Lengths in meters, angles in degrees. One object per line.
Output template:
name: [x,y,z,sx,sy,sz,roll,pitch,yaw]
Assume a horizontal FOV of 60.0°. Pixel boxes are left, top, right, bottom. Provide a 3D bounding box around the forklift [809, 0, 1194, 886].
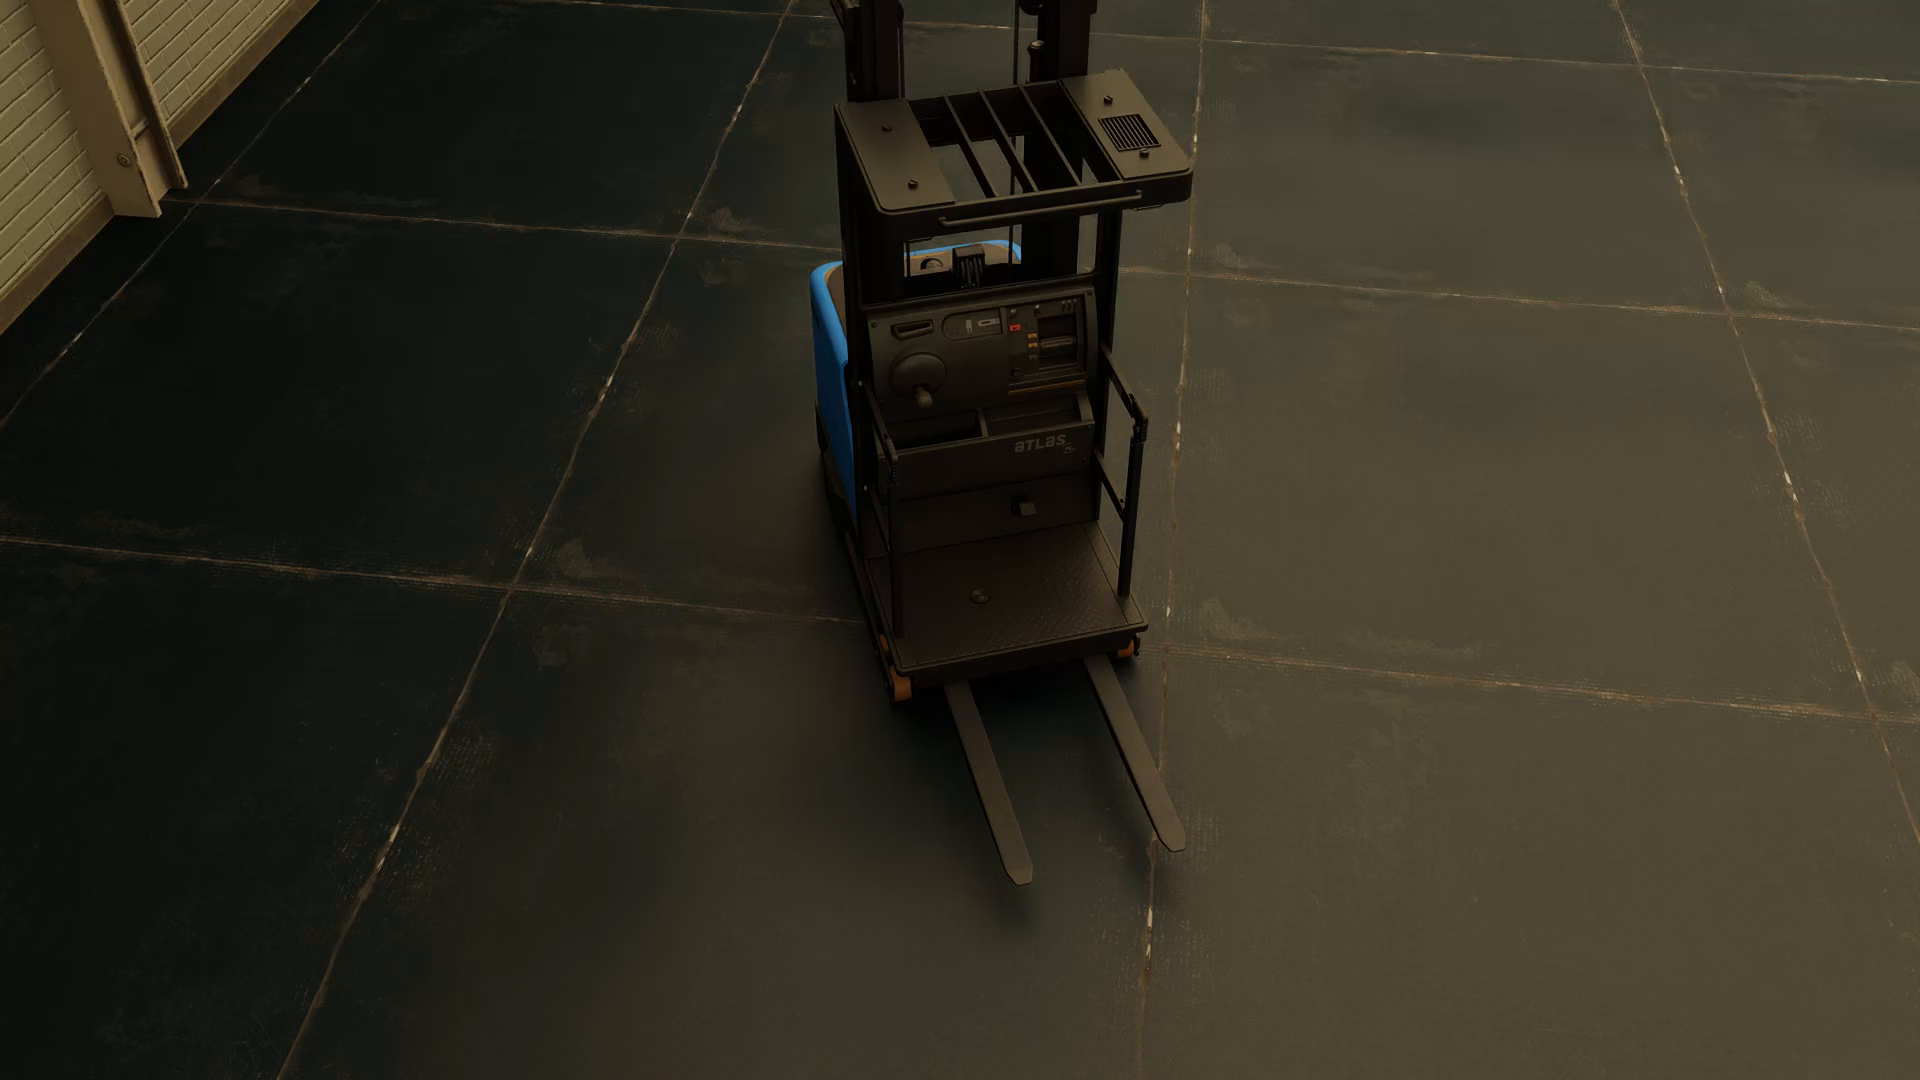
forklift: [0.153,-0.681,6.465,1.130,2.935,3.031,-10,44,-11]
